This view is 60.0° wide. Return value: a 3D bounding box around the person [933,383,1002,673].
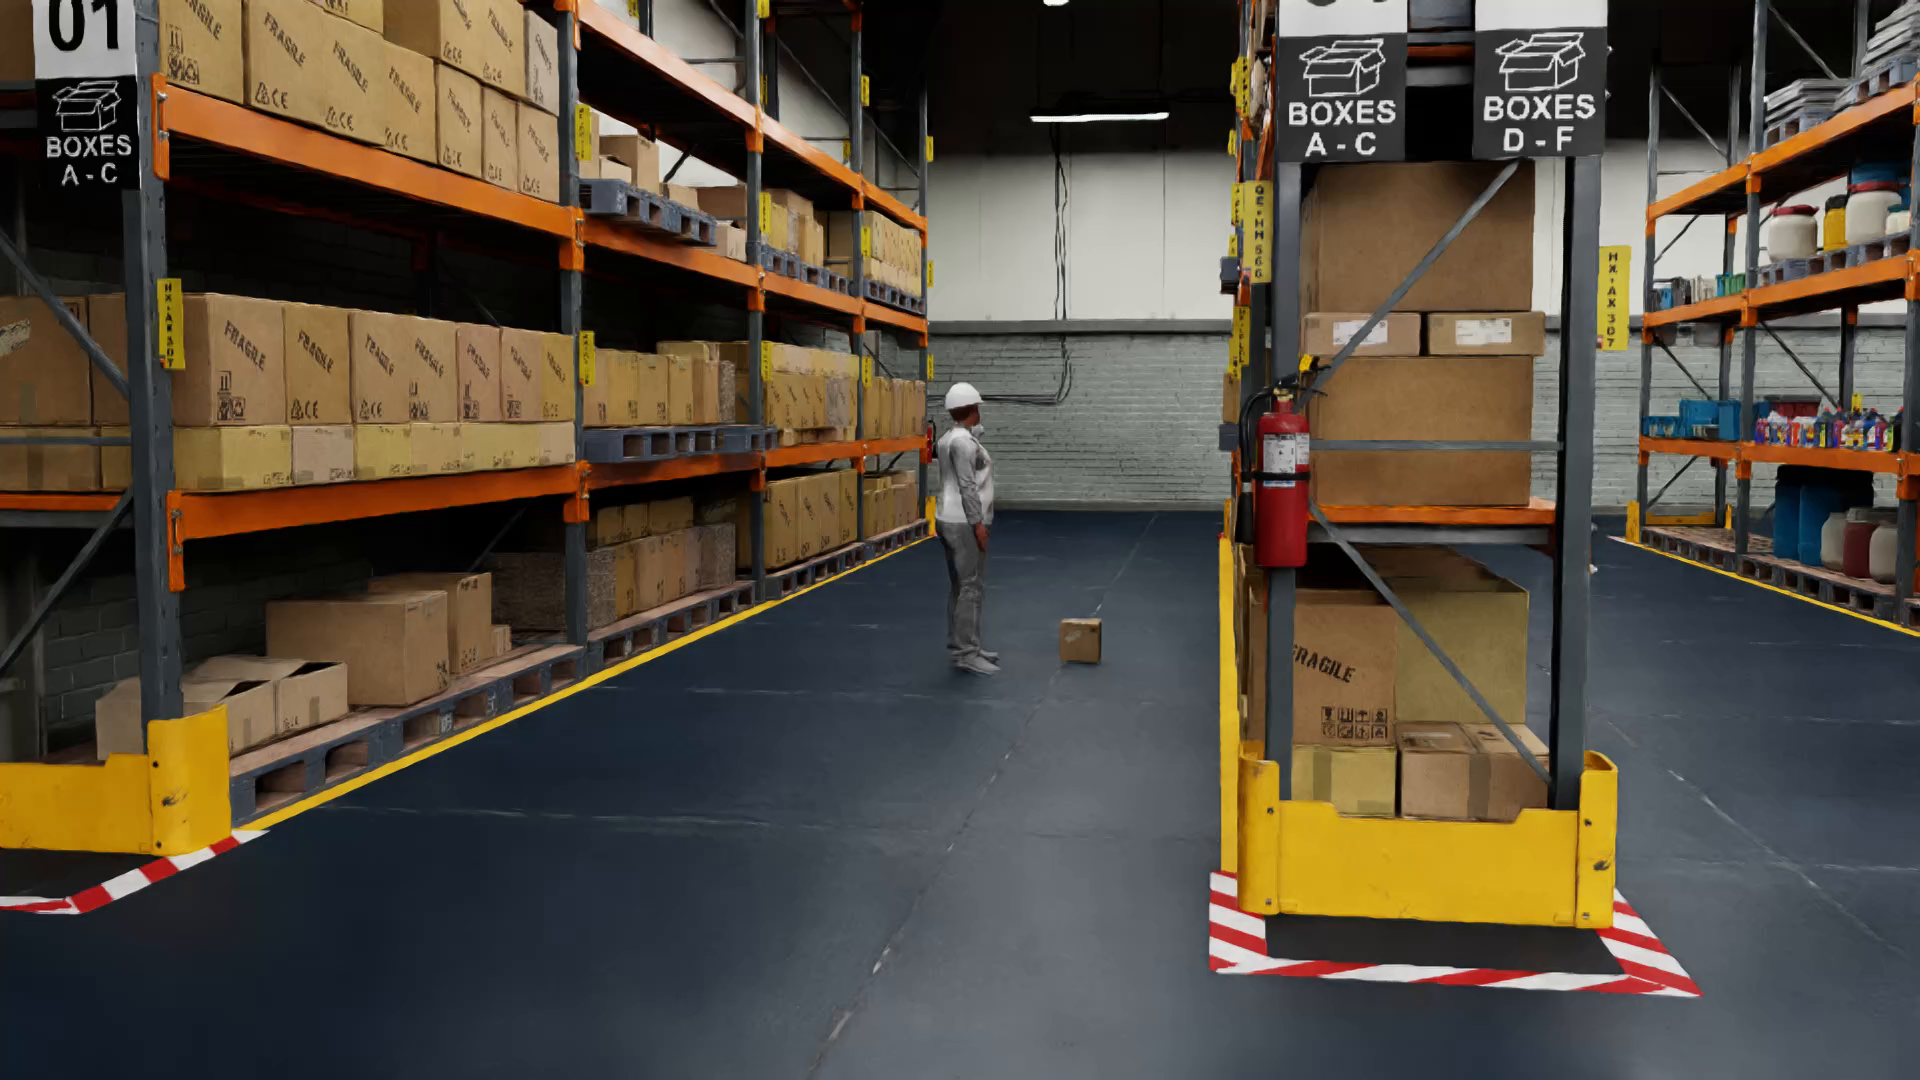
[{"bbox_3d":[0.055,-0.078,10.454,0.413,1.816,0.580,-1,5,-12],"label":"person"}]
